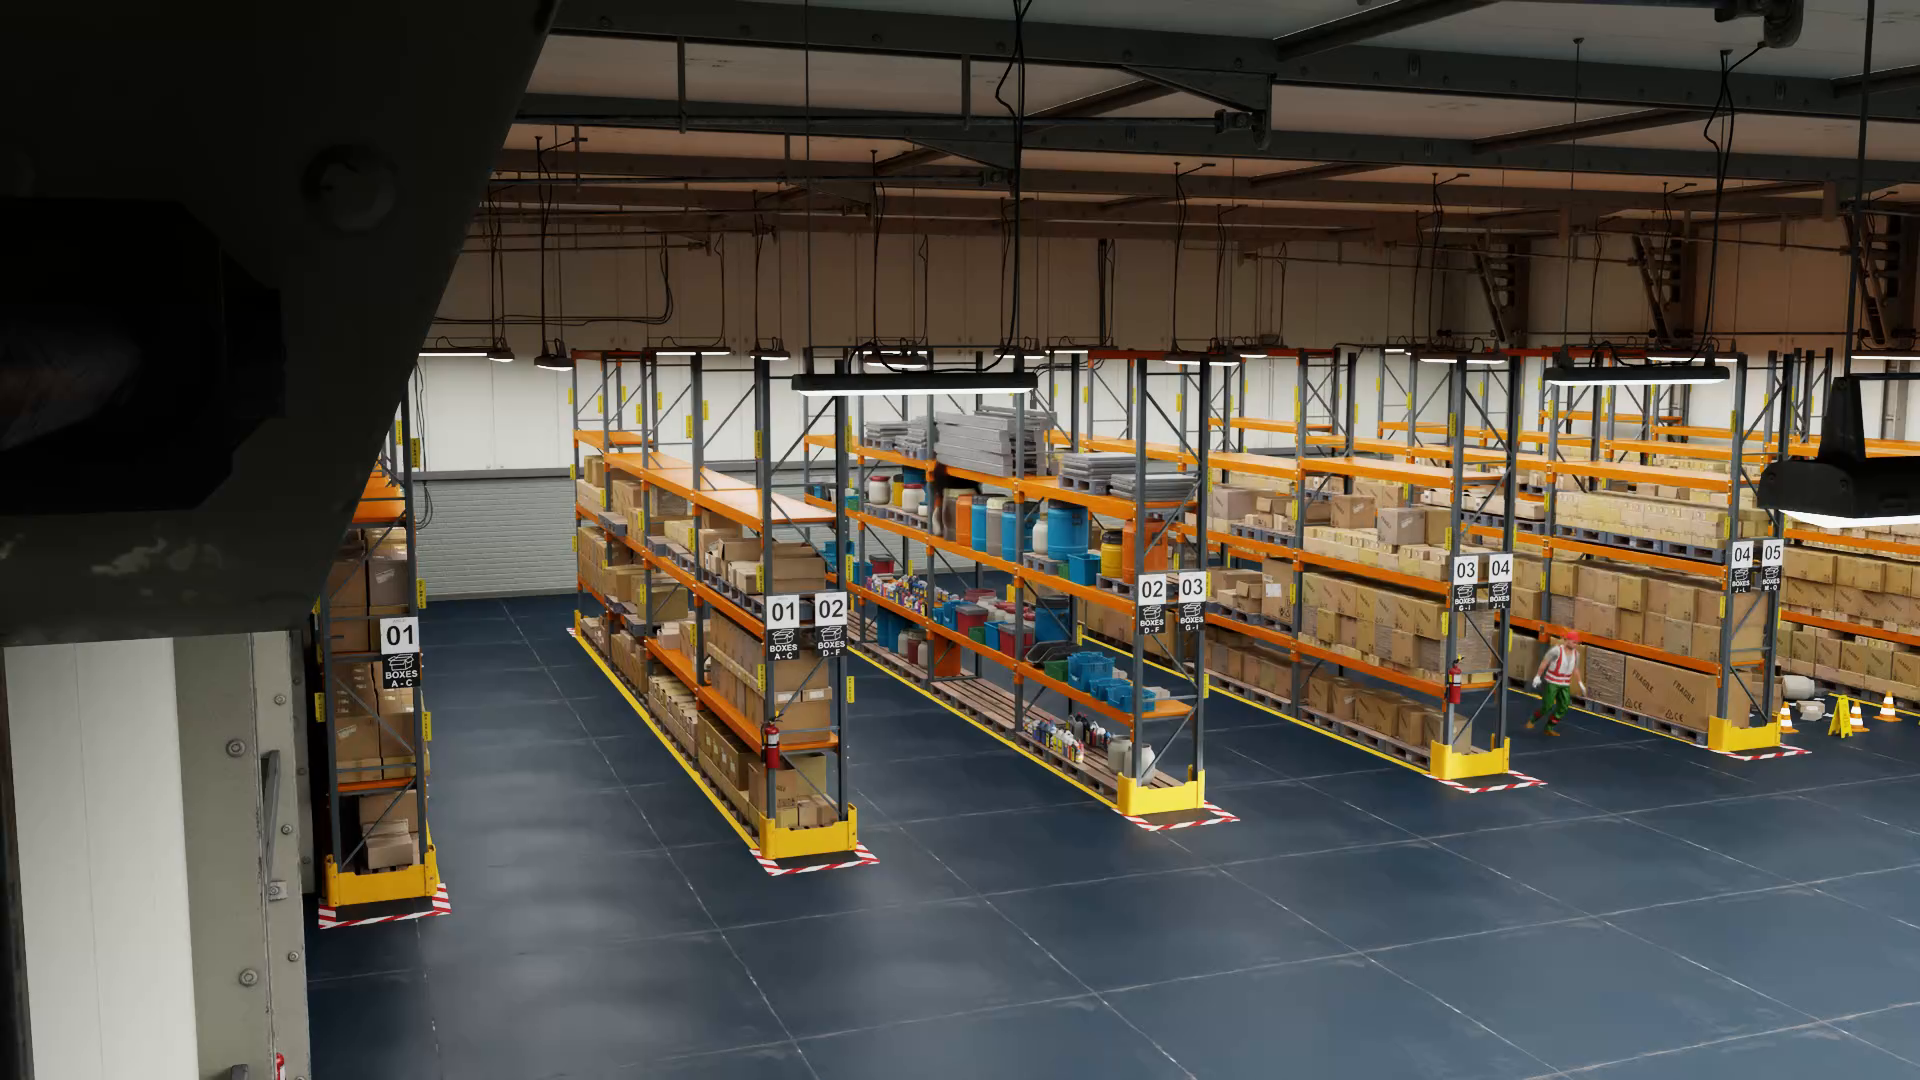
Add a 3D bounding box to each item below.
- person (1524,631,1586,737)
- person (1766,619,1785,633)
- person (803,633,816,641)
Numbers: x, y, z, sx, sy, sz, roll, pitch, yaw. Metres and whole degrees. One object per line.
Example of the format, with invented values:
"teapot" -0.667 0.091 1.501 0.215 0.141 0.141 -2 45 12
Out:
"person" 9.355 2.243 26.052 0.806 1.692 0.667 -2 7 -17
"person" 16.199 1.412 32.773 0.651 1.737 0.790 -3 8 -25
"person" -2.469 2.143 26.925 0.645 1.767 0.904 -3 8 -23
